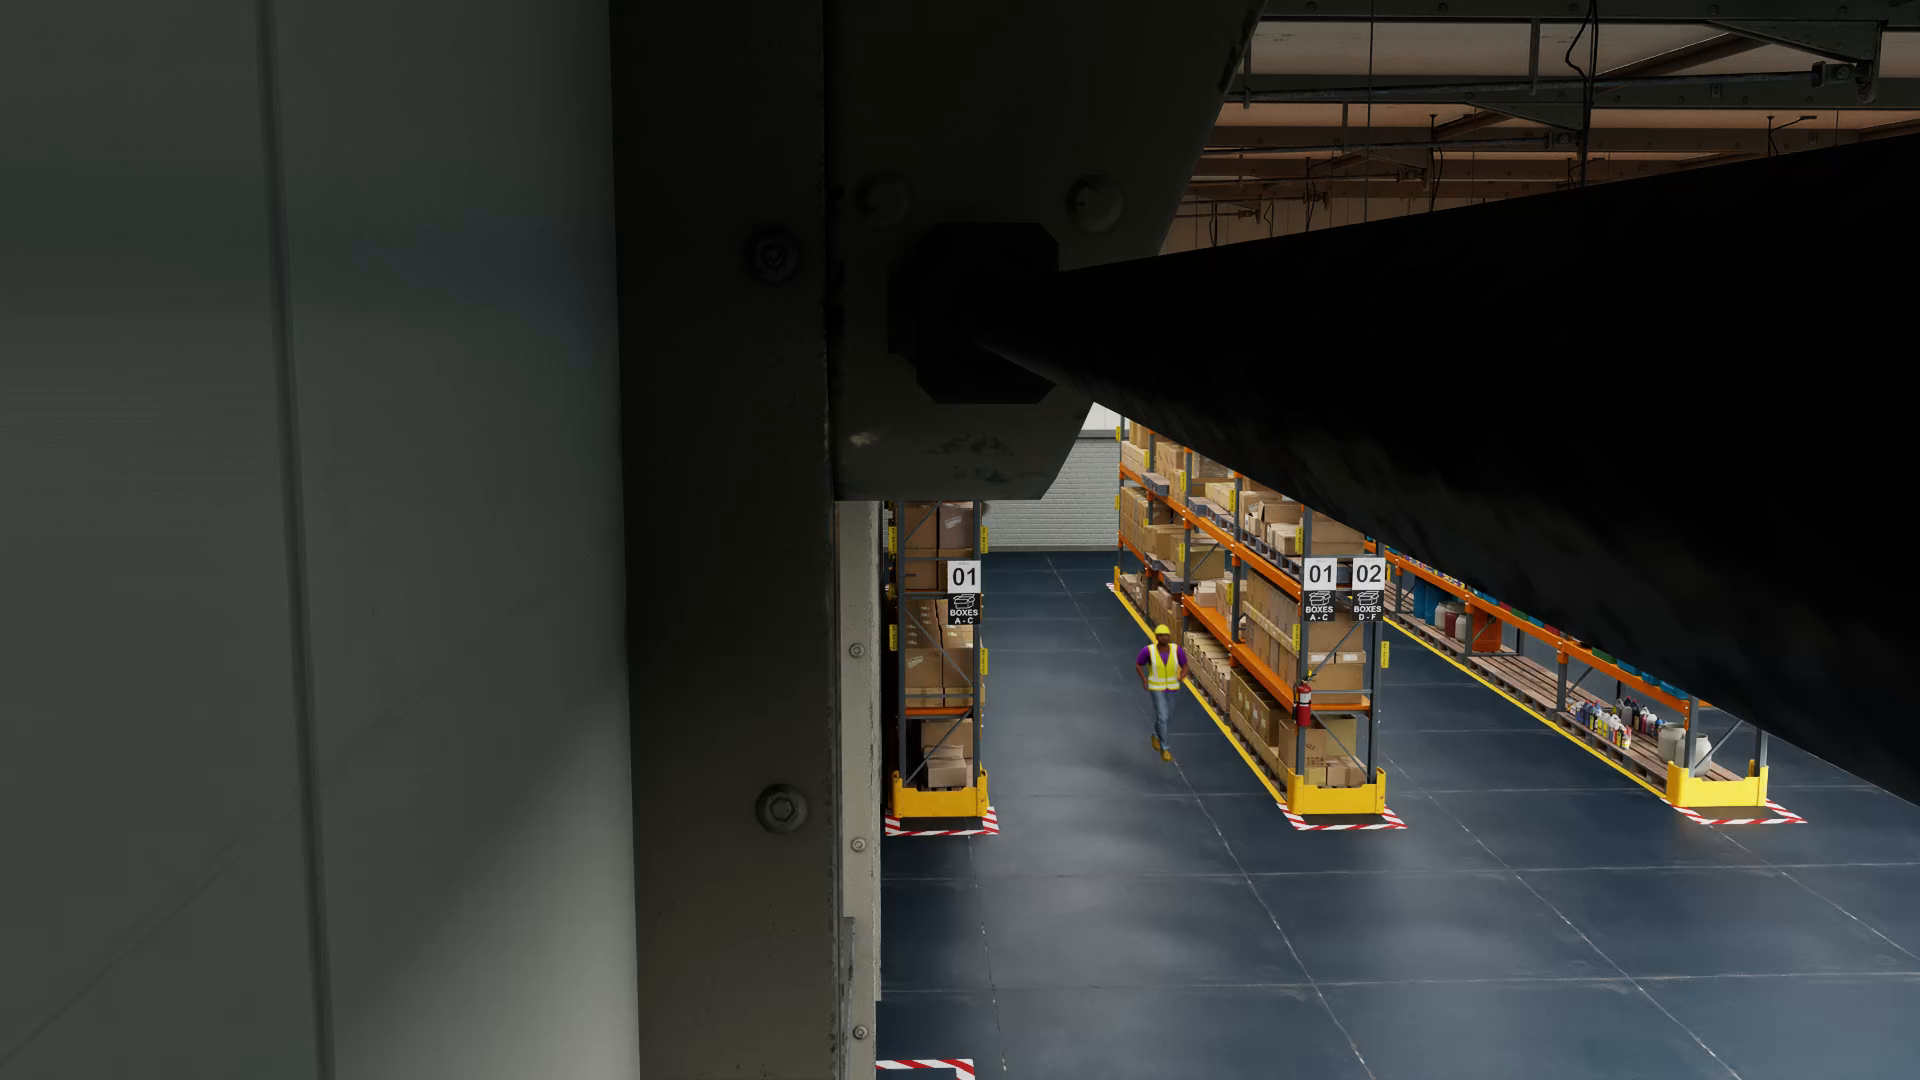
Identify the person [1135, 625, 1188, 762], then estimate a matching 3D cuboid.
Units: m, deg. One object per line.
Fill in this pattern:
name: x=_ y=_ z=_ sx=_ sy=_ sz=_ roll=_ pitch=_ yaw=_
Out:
person: x=2.720 y=2.002 z=22.177 sx=0.689 sy=1.780 sz=0.796 roll=-1 pitch=8 yaw=-10
